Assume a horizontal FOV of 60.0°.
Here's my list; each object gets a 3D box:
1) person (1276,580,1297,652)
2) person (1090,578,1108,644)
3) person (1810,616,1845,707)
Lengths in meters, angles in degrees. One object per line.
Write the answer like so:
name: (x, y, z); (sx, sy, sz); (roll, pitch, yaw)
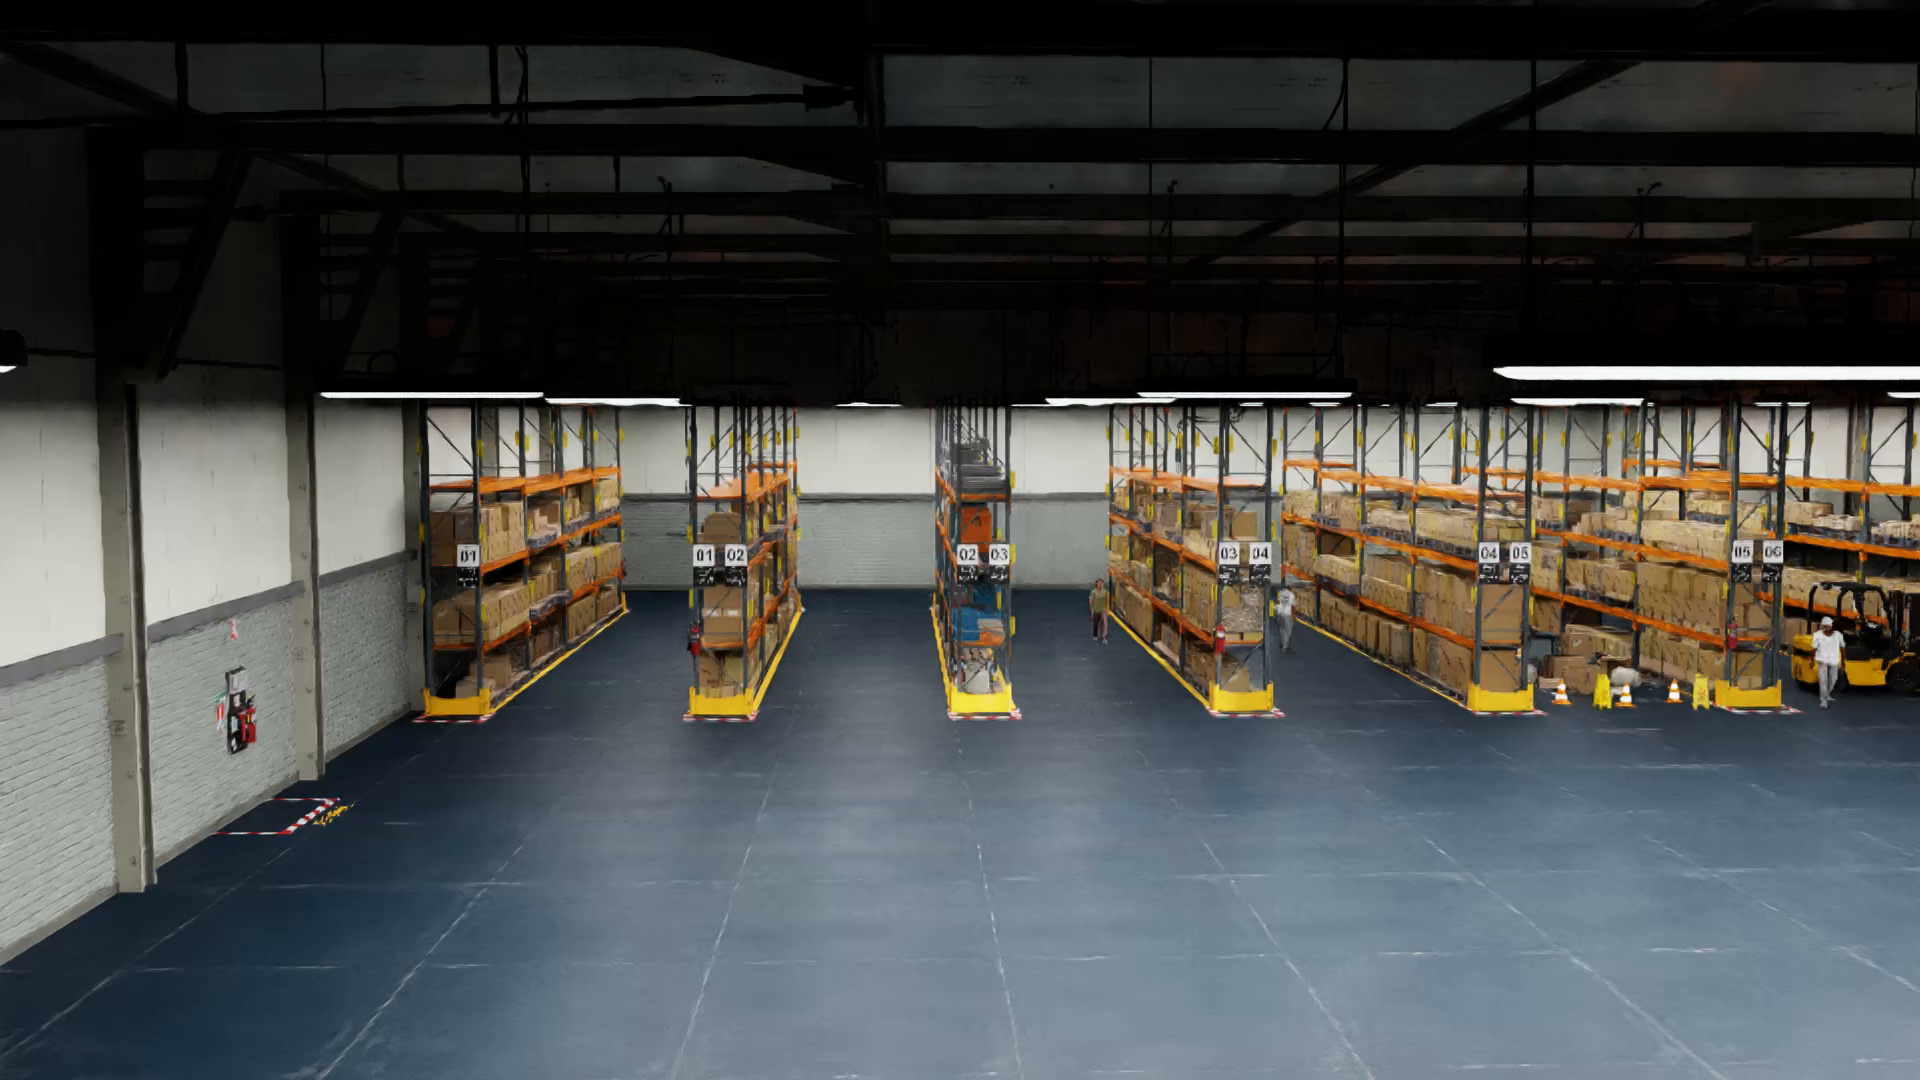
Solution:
person: (7.763, 1.782, 39.382); (0.462, 1.673, 0.568); (-3, 5, -31)
person: (3.395, 1.710, 40.703); (0.448, 1.590, 1.110); (0, 4, 0)
person: (16.727, 2.338, 32.042); (0.592, 1.743, 0.898); (1, 5, 17)
